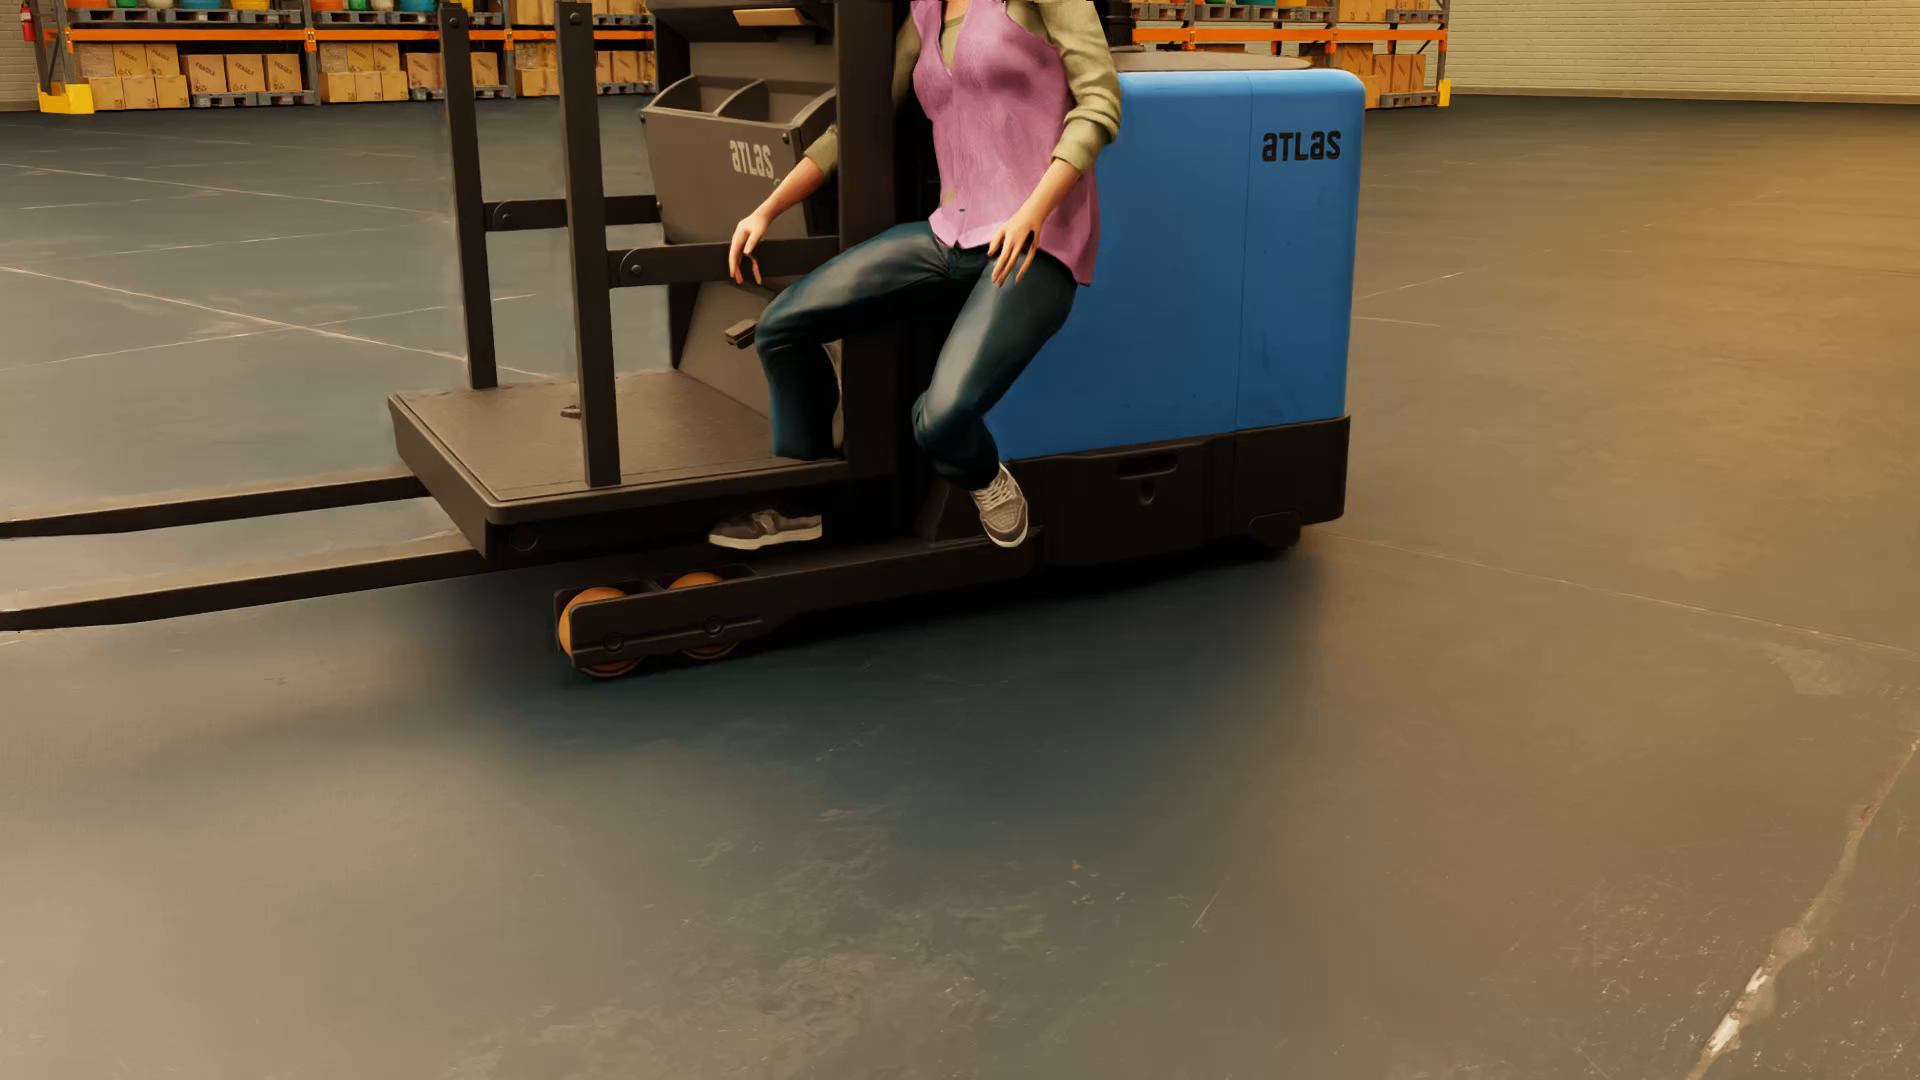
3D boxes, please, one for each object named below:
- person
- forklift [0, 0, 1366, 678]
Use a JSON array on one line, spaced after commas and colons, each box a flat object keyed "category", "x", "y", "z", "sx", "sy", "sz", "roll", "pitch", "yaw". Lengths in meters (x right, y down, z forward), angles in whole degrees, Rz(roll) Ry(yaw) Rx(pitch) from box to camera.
[{"category": "person", "x": -0.087, "y": -0.598, "z": 3.001, "sx": 0.570, "sy": 1.332, "sz": 0.666, "roll": -15, "pitch": 23, "yaw": -41}, {"category": "forklift", "x": -0.645, "y": -1.321, "z": 3.248, "sx": 3.031, "sy": 2.935, "sz": 1.130, "roll": -9, "pitch": 19, "yaw": -26}]
